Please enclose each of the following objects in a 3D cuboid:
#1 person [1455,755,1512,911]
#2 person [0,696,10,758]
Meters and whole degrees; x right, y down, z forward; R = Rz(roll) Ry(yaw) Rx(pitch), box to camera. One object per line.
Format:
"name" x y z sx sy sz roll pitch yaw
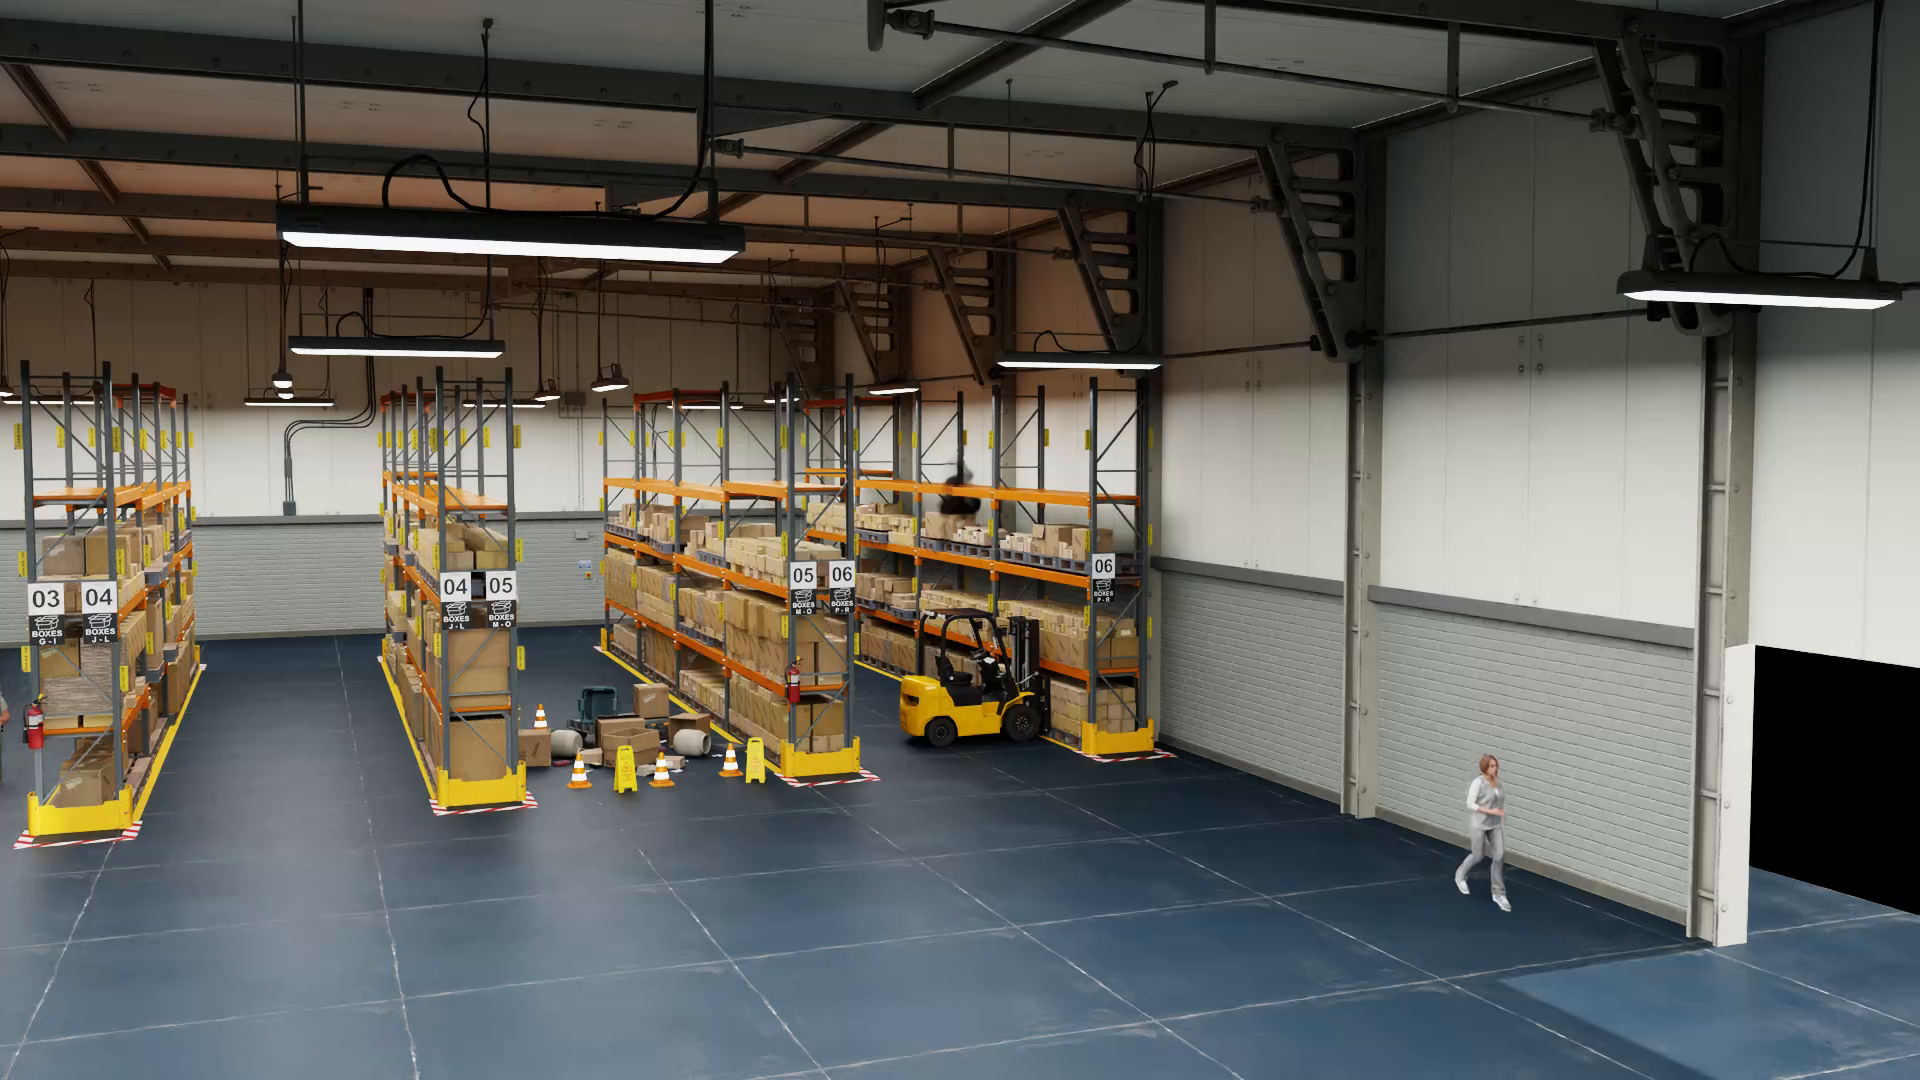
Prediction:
"person" 5.667 3.118 17.962 0.557 1.634 0.758 -1 4 -22
"person" -13.657 2.734 23.237 0.655 1.738 0.631 -2 4 -24
